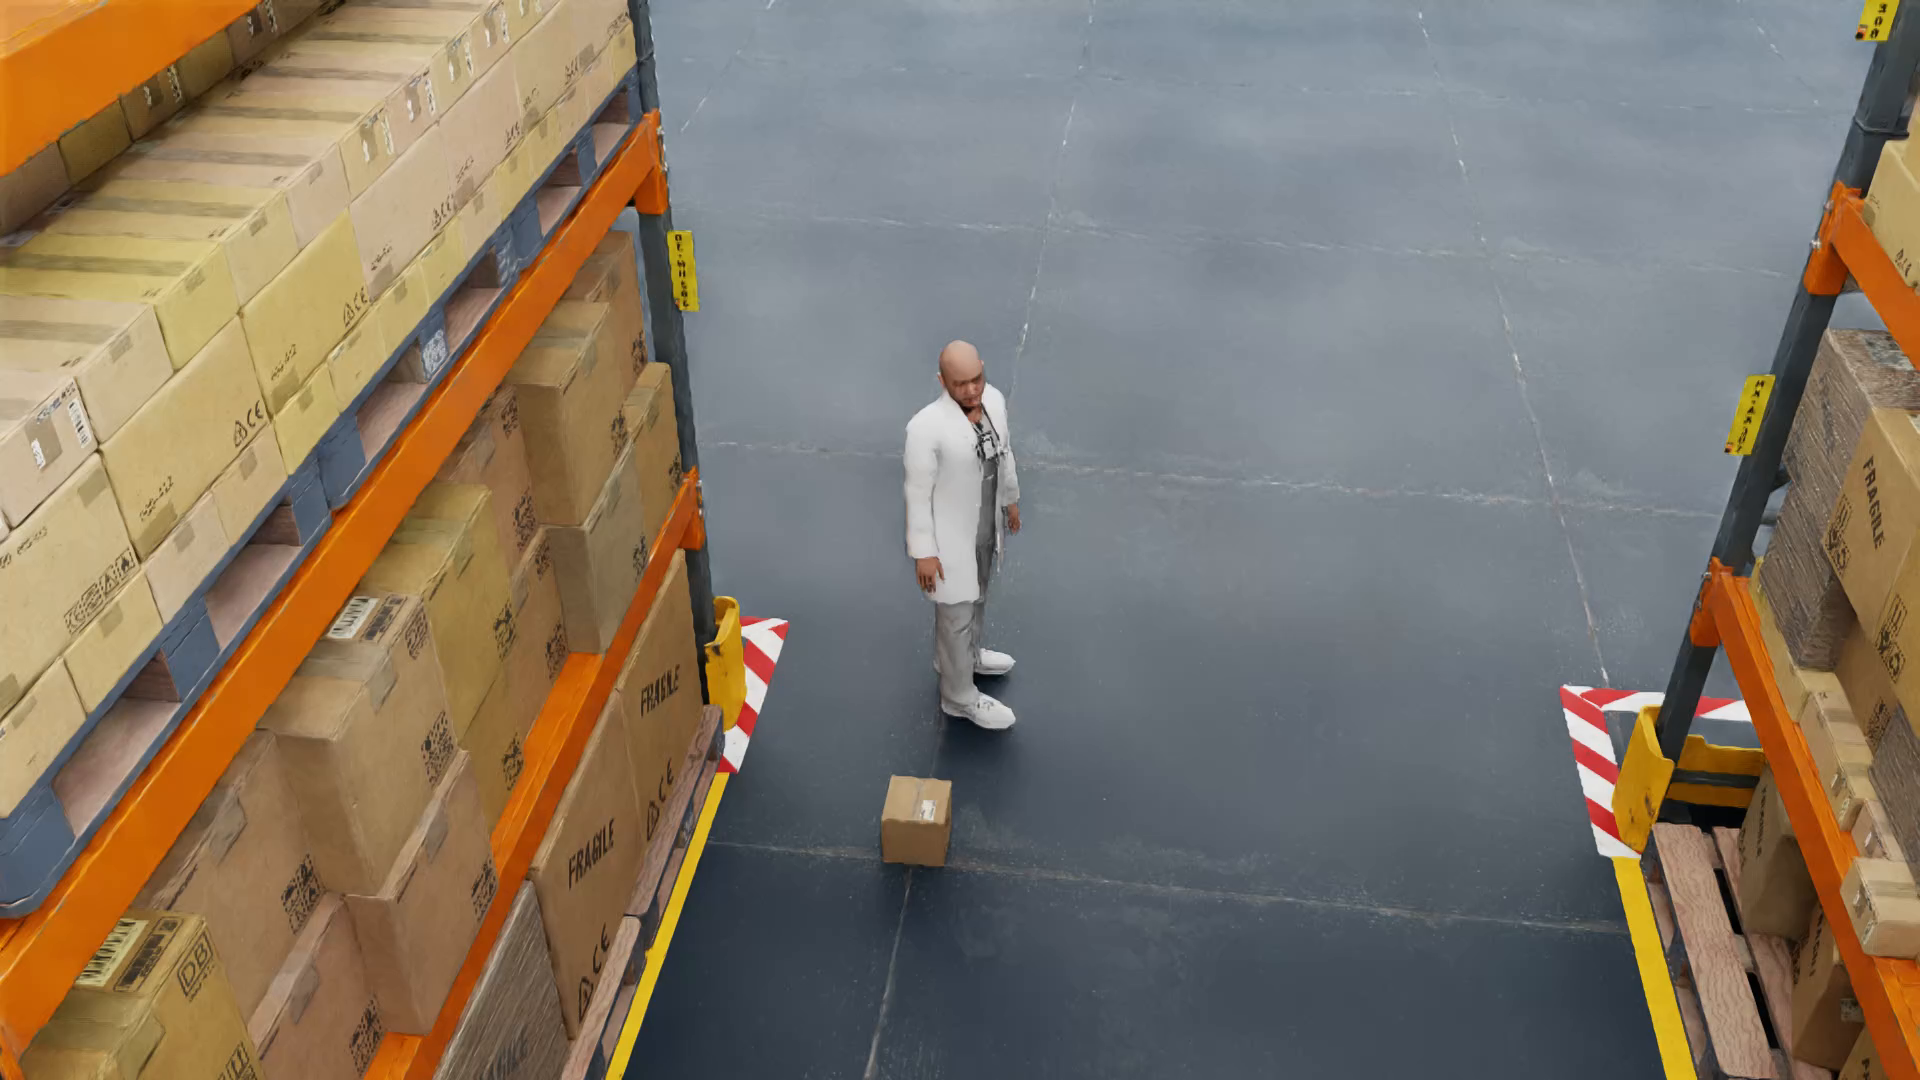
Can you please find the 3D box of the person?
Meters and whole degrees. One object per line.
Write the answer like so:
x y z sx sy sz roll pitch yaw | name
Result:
0.084 -0.025 7.044 0.566 1.783 0.686 24 42 29 | person
